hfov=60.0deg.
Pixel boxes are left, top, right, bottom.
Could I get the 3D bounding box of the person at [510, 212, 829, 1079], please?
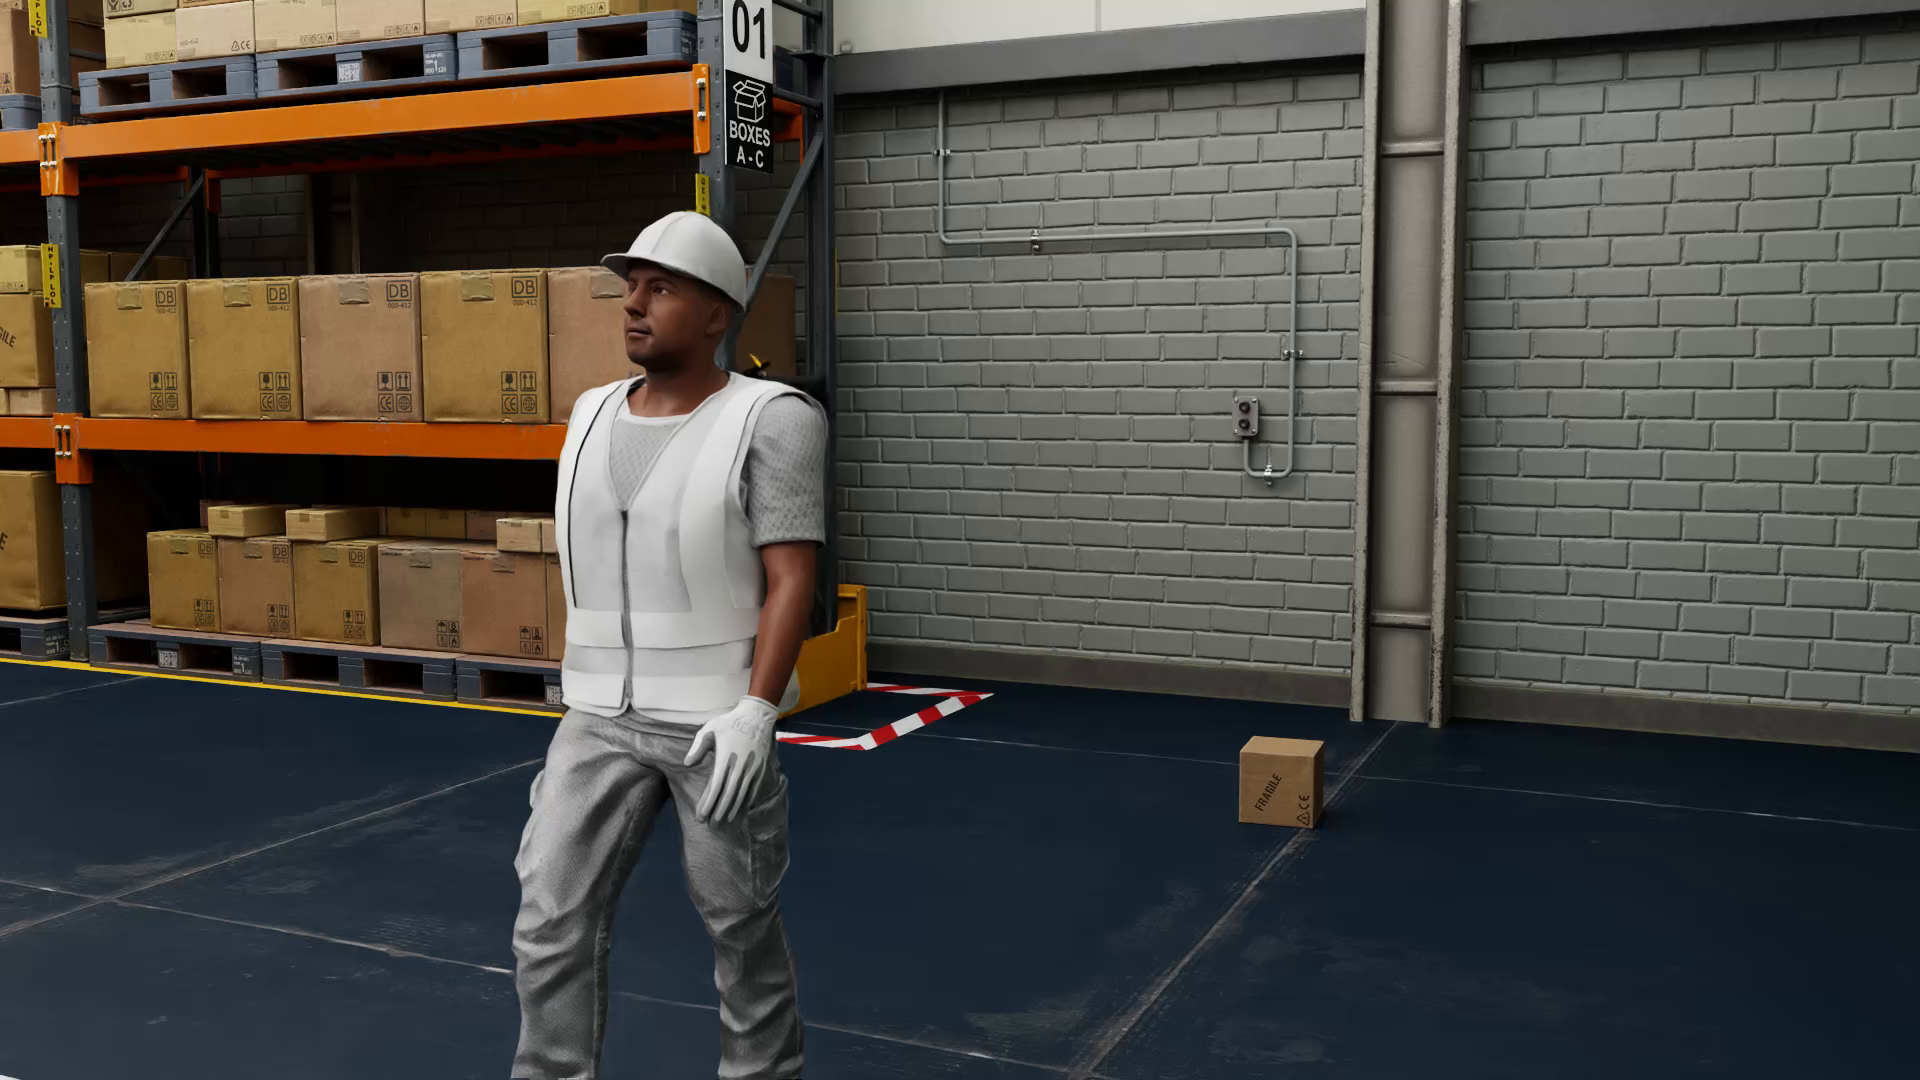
[{"bbox_3d":[-0.525,0.343,2.861,0.550,1.813,0.773,2,6,21],"label":"person"}]
